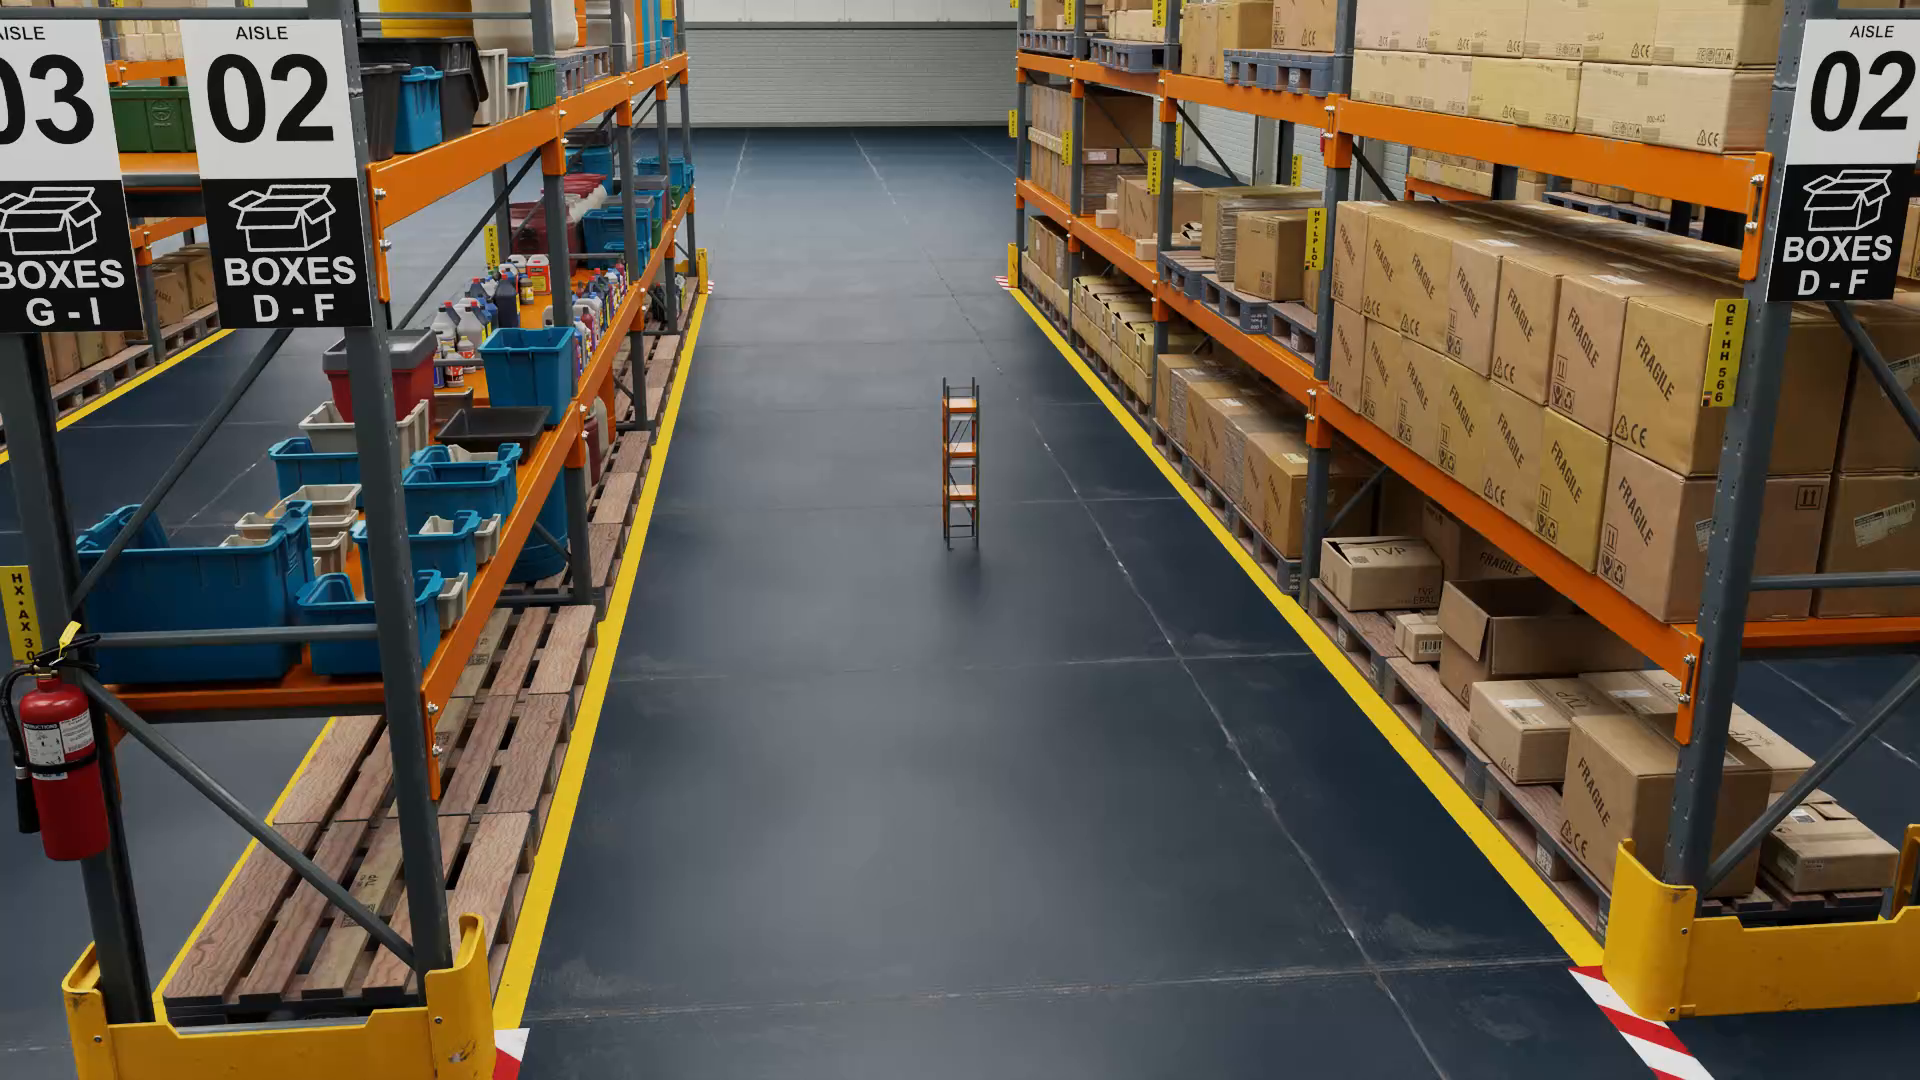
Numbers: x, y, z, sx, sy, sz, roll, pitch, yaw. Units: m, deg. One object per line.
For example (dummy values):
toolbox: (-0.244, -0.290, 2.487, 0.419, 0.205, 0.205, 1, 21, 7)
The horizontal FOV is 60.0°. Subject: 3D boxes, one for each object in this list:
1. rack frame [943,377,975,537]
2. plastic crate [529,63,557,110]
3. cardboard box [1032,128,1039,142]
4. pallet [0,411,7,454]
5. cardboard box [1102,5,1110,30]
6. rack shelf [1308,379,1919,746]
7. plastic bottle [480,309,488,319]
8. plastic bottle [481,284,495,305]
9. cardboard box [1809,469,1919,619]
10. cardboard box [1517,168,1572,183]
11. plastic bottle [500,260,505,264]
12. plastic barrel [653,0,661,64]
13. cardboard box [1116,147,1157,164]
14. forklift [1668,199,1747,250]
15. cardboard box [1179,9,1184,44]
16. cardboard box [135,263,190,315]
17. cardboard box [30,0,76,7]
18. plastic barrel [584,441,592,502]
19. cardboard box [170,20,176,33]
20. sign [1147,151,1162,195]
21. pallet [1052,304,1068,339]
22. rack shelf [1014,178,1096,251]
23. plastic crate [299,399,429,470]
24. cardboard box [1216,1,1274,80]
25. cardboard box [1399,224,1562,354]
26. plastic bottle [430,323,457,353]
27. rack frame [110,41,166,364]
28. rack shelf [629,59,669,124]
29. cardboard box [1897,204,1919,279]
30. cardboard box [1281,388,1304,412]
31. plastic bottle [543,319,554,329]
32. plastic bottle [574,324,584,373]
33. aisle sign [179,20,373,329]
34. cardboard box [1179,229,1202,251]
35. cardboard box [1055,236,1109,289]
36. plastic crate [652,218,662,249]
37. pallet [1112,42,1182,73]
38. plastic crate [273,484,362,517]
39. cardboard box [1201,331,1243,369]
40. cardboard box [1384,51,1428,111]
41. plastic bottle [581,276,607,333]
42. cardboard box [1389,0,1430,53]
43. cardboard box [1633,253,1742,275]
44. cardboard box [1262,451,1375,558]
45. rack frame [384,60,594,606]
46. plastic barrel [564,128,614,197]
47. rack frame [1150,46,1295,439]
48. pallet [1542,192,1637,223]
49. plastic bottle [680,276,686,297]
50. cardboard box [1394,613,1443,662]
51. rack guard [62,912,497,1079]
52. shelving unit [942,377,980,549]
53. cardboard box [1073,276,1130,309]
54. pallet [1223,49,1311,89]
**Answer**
rack frame: (-0.007, -0.521, 10.585, 0.200, 1.050, 0.008, -2, 18, -6)
plastic crate: (-2.146, -2.121, 7.770, 0.450, 0.188, 0.662, -2, 18, -6)
cardboard box: (1.055, -4.790, 19.675, 0.380, 0.149, 0.250, -2, 18, -7)
pallet: (-7.909, -0.849, 13.028, 1.003, 0.211, 1.213, -2, 18, -6)
cardboard box: (1.766, -5.418, 17.132, 0.500, 0.311, 0.500, -3, 18, -9)
rack shelf: (2.643, -0.120, 7.253, 1.077, 0.370, 4.000, -2, 18, -6)
plastic bottle: (-2.820, -1.222, 9.776, 0.097, 0.271, 0.097, 0, 17, 0)
plastic bottle: (-3.037, -1.488, 10.616, 0.152, 0.276, 0.135, -2, 18, -6)
cardboard box: (3.066, -0.056, 5.679, 0.500, 0.500, 0.500, -1, 17, -4)
cardboard box: (6.182, -4.024, 17.452, 0.500, 0.500, 0.500, -2, 18, -6)
plastic bottle: (-3.191, -1.805, 11.614, 0.061, 0.283, 0.133, -2, 18, -6)
plastic barrel: (-3.047, -4.816, 15.166, 0.600, 0.901, 0.708, -2, 18, -6)
cardboard box: (1.777, -3.886, 16.797, 0.380, 0.149, 0.250, -2, 18, -6)
forklift: (4.637, -1.357, 10.106, 1.130, 2.935, 3.031, -2, 18, -7)
cardboard box: (1.922, -3.944, 12.775, 0.500, 0.250, 0.500, -3, 18, -10)
cardboard box: (-8.452, -2.619, 17.483, 0.500, 0.500, 0.500, -3, 18, -11)
cardboard box: (-8.292, -4.676, 14.681, 0.797, 0.503, 0.637, -3, 18, -8)
plastic barrel: (-2.572, -0.465, 10.604, 0.421, 0.512, 0.421, 0, 17, 0)
cardboard box: (-8.141, -5.181, 16.750, 0.380, 0.149, 0.250, -2, 18, -7)
sign: (1.473, -2.785, 12.608, 0.100, 0.325, 0.005, -2, 18, -6)
pallet: (1.571, -2.351, 17.812, 1.003, 0.211, 1.213, -2, 18, -6)
rack shelf: (1.406, -3.695, 18.641, 1.077, 0.370, 4.000, -2, 18, -6)
plastic crate: (-2.516, -0.419, 7.101, 0.437, 0.282, 0.530, -2, 18, -6)
cardboard box: (2.209, -3.294, 10.987, 0.910, 0.500, 0.500, -2, 18, -6)
cardboard box: (2.312, -1.128, 7.426, 0.500, 0.500, 0.500, -2, 18, -7)
plastic bottle: (-2.890, -1.064, 9.267, 0.152, 0.276, 0.135, -2, 18, -6)
rack frame: (-8.242, -3.138, 15.664, 1.000, 3.000, 0.127, -2, 18, -6)
rack shelf: (-3.109, -3.783, 13.912, 1.077, 0.370, 4.000, -2, 18, -6)
cardboard box: (6.842, -2.148, 11.813, 0.500, 0.500, 0.500, -2, 18, -6)
cardboard box: (2.474, -1.033, 11.148, 0.500, 0.250, 0.500, -2, 18, -7)
plastic bottle: (-2.208, -1.011, 8.971, 0.144, 0.351, 0.185, -2, 18, -6)
plastic bottle: (-2.158, -1.071, 9.295, 0.097, 0.271, 0.097, 0, 17, 0)
aisle sign: (-1.775, -0.944, 4.335, 0.394, 0.787, 0.004, -2, 18, -6)
cardboard box: (2.030, -2.318, 13.202, 0.500, 0.311, 0.500, -1, 17, -2)
cardboard box: (1.307, -2.970, 17.766, 0.500, 0.500, 0.500, -2, 18, -6)
plastic crate: (-2.855, -2.680, 14.558, 0.450, 0.188, 0.662, -2, 18, -6)
pallet: (1.865, -3.791, 13.054, 1.213, 0.211, 1.003, -1, 17, -3)
plastic crate: (-2.460, -0.112, 6.368, 0.298, 0.136, 0.250, -2, 18, -6)
cardboard box: (2.262, -1.572, 13.630, 0.500, 0.311, 0.500, -1, 17, -4)
cardboard box: (2.288, -2.117, 7.656, 0.500, 0.250, 0.500, -2, 18, -6)
plastic bottle: (-2.311, -1.484, 10.479, 0.144, 0.351, 0.185, -2, 18, -6)
cardboard box: (2.293, -2.356, 7.581, 0.500, 0.250, 0.500, -2, 18, -6)
cardboard box: (2.958, -0.837, 6.500, 0.500, 0.500, 0.500, -2, 17, -5)
cardboard box: (2.101, -0.215, 9.792, 0.500, 0.500, 0.500, -2, 18, -6)
rack frame: (-2.490, -0.907, 8.560, 1.000, 3.000, 0.127, -2, 18, -6)
plastic barrel: (-3.577, -3.406, 15.680, 0.600, 0.901, 0.708, -2, 18, -6)
rack frame: (2.024, -2.251, 12.839, 1.000, 3.000, 0.127, -2, 18, -6)
pallet: (6.473, -3.273, 16.415, 1.003, 0.211, 1.213, -2, 18, -6)
plastic bottle: (-3.104, -2.783, 18.348, 0.152, 0.276, 0.135, -2, 18, -5)
cardboard box: (2.364, 0.472, 8.162, 0.380, 0.166, 0.250, -2, 18, -6)
rack guard: (-2.062, 1.484, 5.116, 1.175, 0.500, 0.348, -2, 18, -6)
shelving unit: (0.005, -0.485, 10.469, 0.215, 1.050, 0.252, -2, 18, -6)
cardboard box: (1.407, -2.468, 16.484, 0.500, 0.311, 0.500, -2, 18, -5)
pallet: (2.329, -2.906, 10.232, 1.213, 0.211, 1.003, -2, 18, -6)
